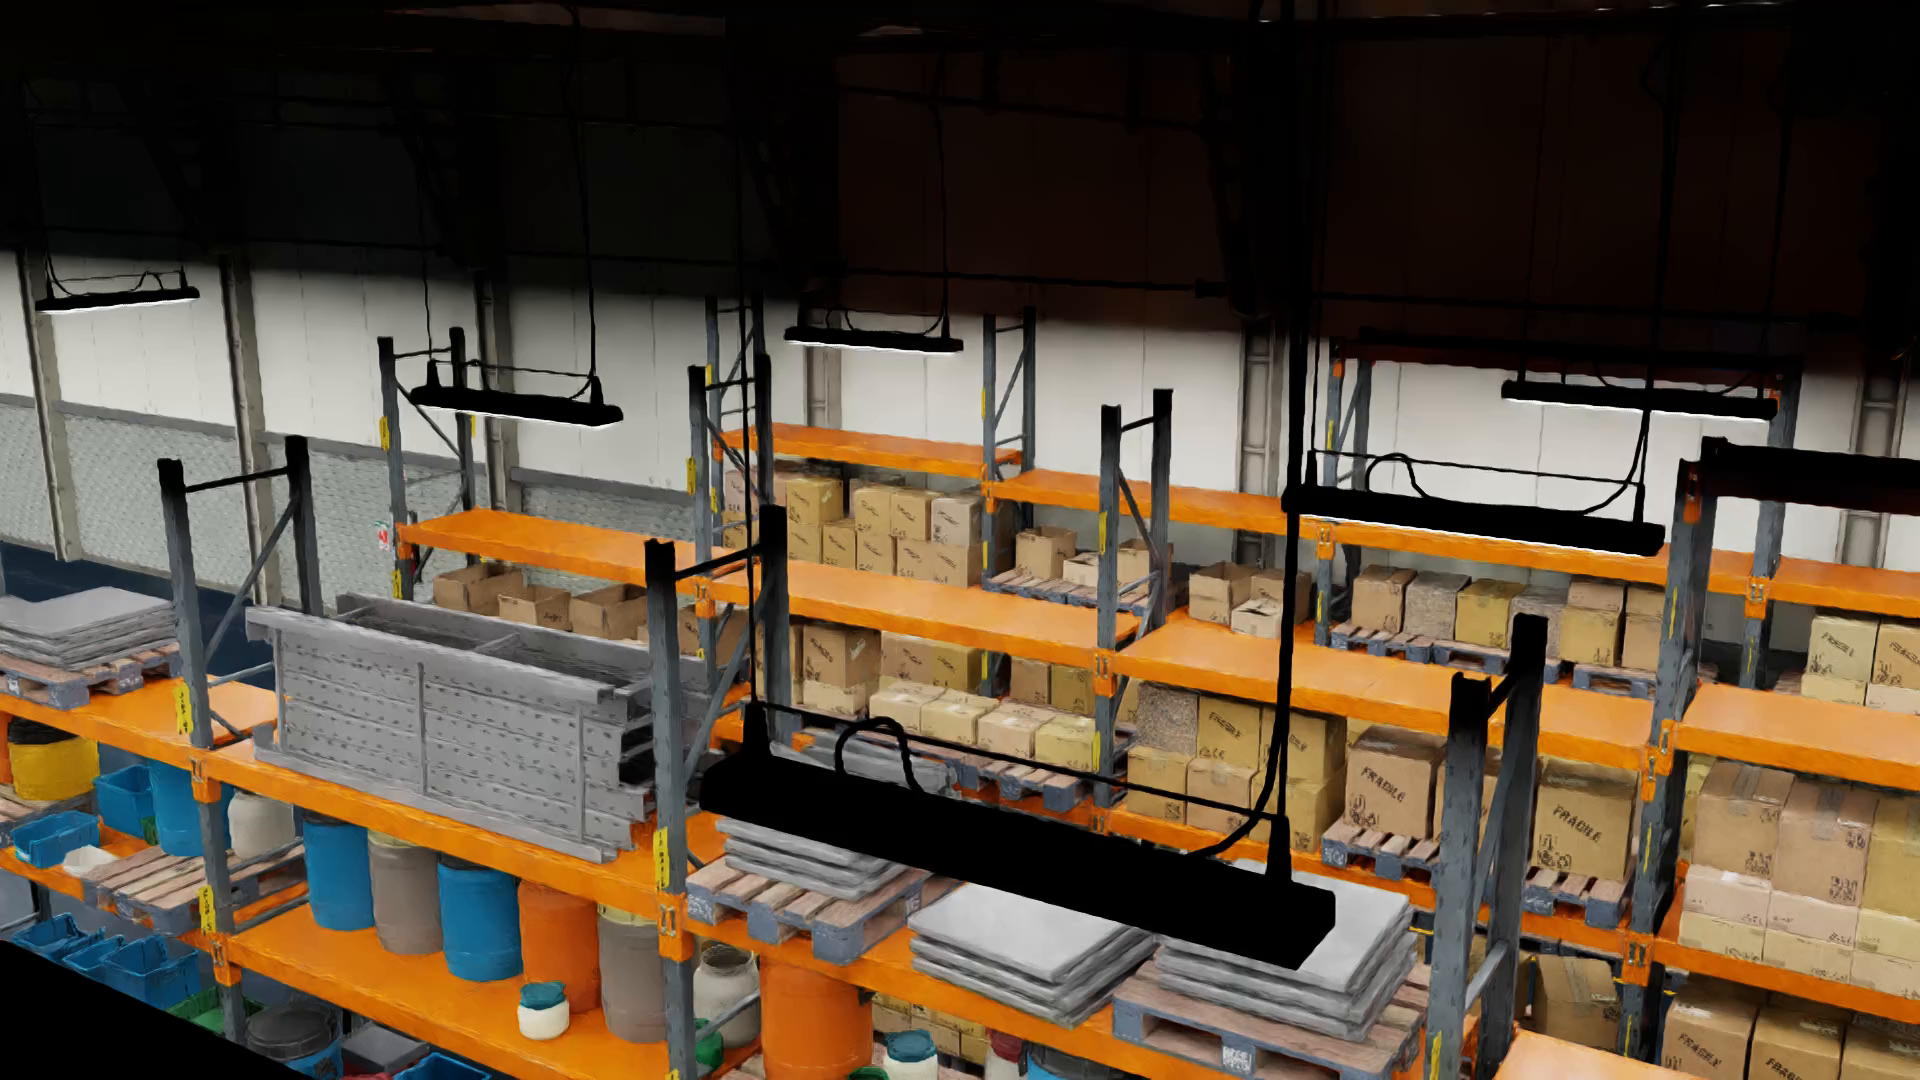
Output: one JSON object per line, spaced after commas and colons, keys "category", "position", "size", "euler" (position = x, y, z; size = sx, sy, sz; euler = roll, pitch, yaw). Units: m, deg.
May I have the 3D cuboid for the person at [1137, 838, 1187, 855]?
{"category": "person", "position": [2.082, 3.154, 17.106], "size": [0.538, 1.727, 0.361], "euler": [1, 14, 5]}
